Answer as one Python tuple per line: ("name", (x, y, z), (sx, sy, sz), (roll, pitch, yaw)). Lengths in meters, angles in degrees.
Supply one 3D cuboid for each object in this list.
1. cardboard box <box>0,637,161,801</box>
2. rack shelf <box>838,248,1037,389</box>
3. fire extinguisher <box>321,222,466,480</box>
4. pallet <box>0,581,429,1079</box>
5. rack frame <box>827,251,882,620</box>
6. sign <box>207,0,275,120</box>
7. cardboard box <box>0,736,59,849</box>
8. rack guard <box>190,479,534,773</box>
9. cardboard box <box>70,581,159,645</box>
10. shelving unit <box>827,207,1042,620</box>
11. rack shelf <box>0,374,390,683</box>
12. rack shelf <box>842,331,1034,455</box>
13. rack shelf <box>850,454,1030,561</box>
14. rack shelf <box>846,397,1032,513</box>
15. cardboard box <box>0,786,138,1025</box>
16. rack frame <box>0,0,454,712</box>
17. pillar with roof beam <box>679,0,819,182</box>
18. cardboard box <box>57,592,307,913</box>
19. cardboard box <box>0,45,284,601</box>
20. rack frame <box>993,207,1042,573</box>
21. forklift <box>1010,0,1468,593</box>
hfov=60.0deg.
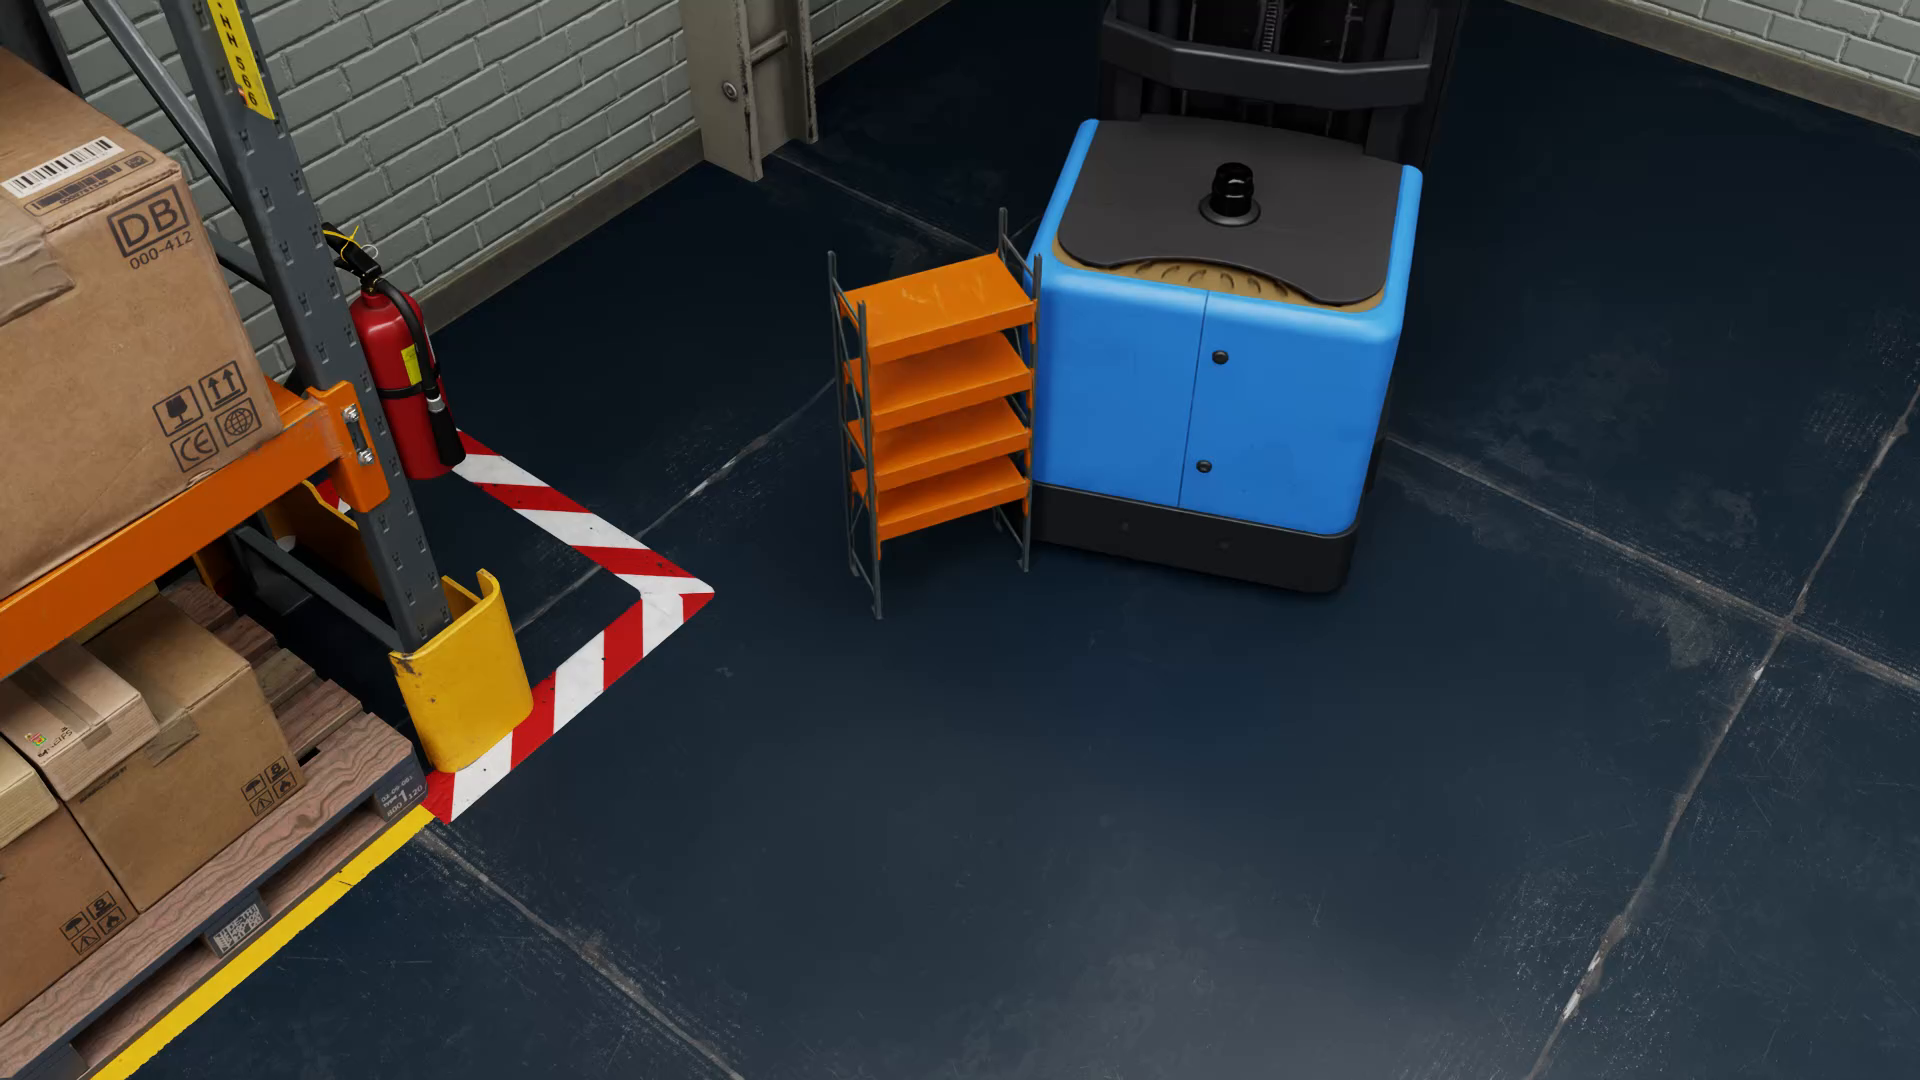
("cardboard box", (-2.067, 0.383, 3.800), (0.380, 0.149, 0.250), (29, 53, 25))
("rack shelf", (-0.066, -0.595, 4.445), (0.480, 0.148, 0.258), (-17, 49, -16))
("fire extinguisher", (-1.327, -0.437, 3.905), (0.296, 0.674, 0.183), (29, 53, 25))
("pallet", (-2.211, 0.745, 4.393), (1.003, 0.211, 1.213), (29, 53, 25))
("rack frame", (-0.290, -0.254, 4.663), (0.015, 1.200, 0.240), (-17, 49, -16))
("sign", (-1.363, -0.944, 3.113), (0.100, 0.325, 0.005), (29, 53, 25))
("cardboard box", (-2.223, 0.529, 3.660), (0.380, 0.149, 0.250), (31, 54, 26))
("rack guard", (-1.769, 0.139, 4.771), (1.175, 0.500, 0.348), (29, 53, 25))
("cardboard box", (-2.215, 0.069, 4.100), (0.380, 0.149, 0.250), (30, 53, 25))
("shelving unit", (-0.066, -0.324, 4.730), (0.503, 1.200, 0.258), (-17, 49, -16))
("rack shelf", (-3.007, 0.682, 3.021), (1.077, 0.370, 4.000), (29, 53, 25))
("rack shelf", (-0.066, -0.432, 4.616), (0.480, 0.148, 0.258), (-17, 49, -16))
("rack shelf", (-0.066, -0.140, 4.922), (0.480, 0.148, 0.258), (-17, 49, -16))
("rack shelf", (-0.066, -0.277, 4.778), (0.480, 0.148, 0.258), (-17, 49, -16))
("cardboard box", (-2.439, 0.739, 3.908), (0.700, 0.500, 0.500), (29, 53, 25))
("rack frame", (-1.784, -0.710, 3.854), (1.000, 3.000, 0.127), (29, 53, 25))
("pillar with roof beam", (2.589, -2.807, 1.708), (9.100, 9.000, 0.400), (29, 53, 25))
("cardboard box", (-2.133, 0.453, 4.181), (0.700, 0.500, 0.500), (29, 53, 25))
("cardboard box", (-2.088, -0.518, 3.463), (0.980, 0.700, 0.700), (32, 54, 27))
("rack frame", (0.159, -0.394, 4.796), (0.015, 1.200, 0.240), (-17, 49, -16))
("forklift", (1.036, -1.941, 5.077), (1.130, 2.935, 3.031), (11, 47, 10))
